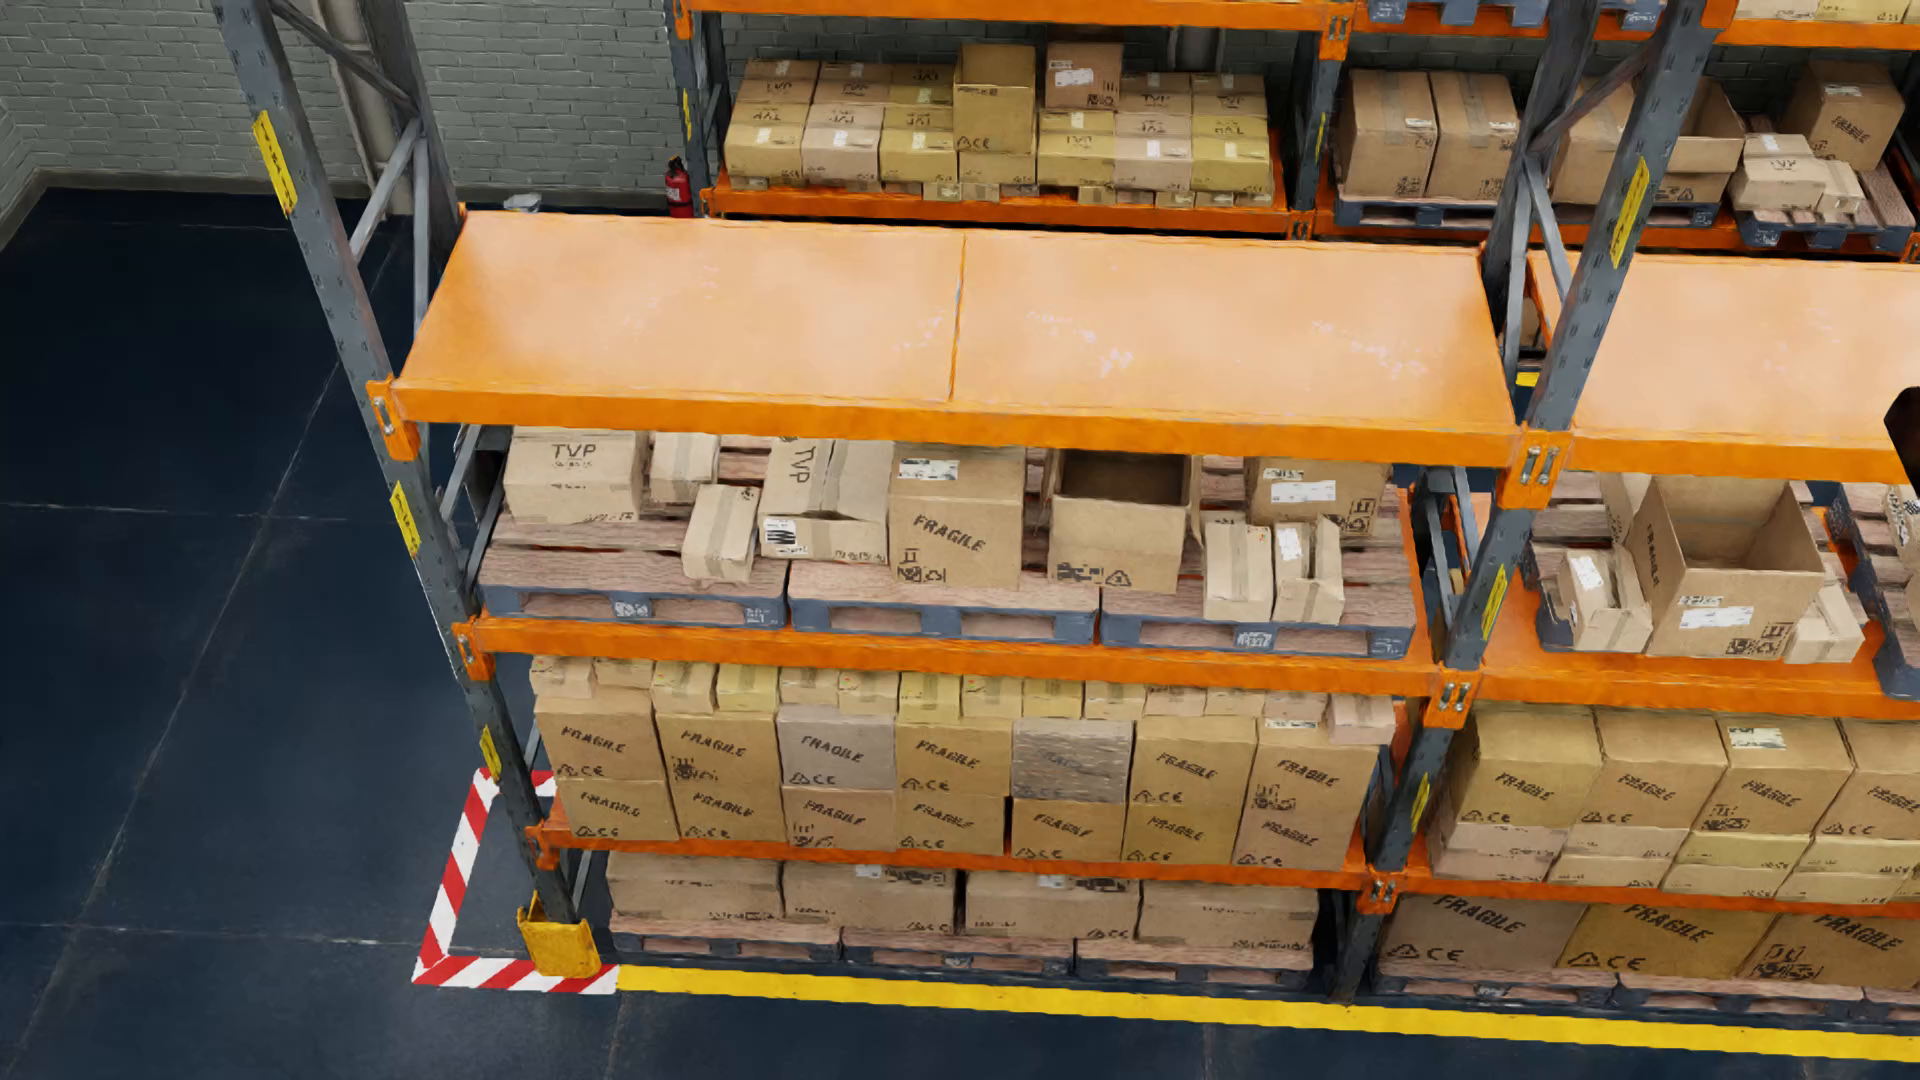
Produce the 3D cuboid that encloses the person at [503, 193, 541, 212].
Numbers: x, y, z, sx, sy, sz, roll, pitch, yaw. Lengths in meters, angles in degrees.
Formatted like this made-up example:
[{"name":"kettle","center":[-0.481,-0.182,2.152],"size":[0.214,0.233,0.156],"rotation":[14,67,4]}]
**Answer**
[{"name":"person","center":[-2.762,-1.691,11.164],"size":[0.571,1.666,0.534],"rotation":[-19,51,-16]}]
